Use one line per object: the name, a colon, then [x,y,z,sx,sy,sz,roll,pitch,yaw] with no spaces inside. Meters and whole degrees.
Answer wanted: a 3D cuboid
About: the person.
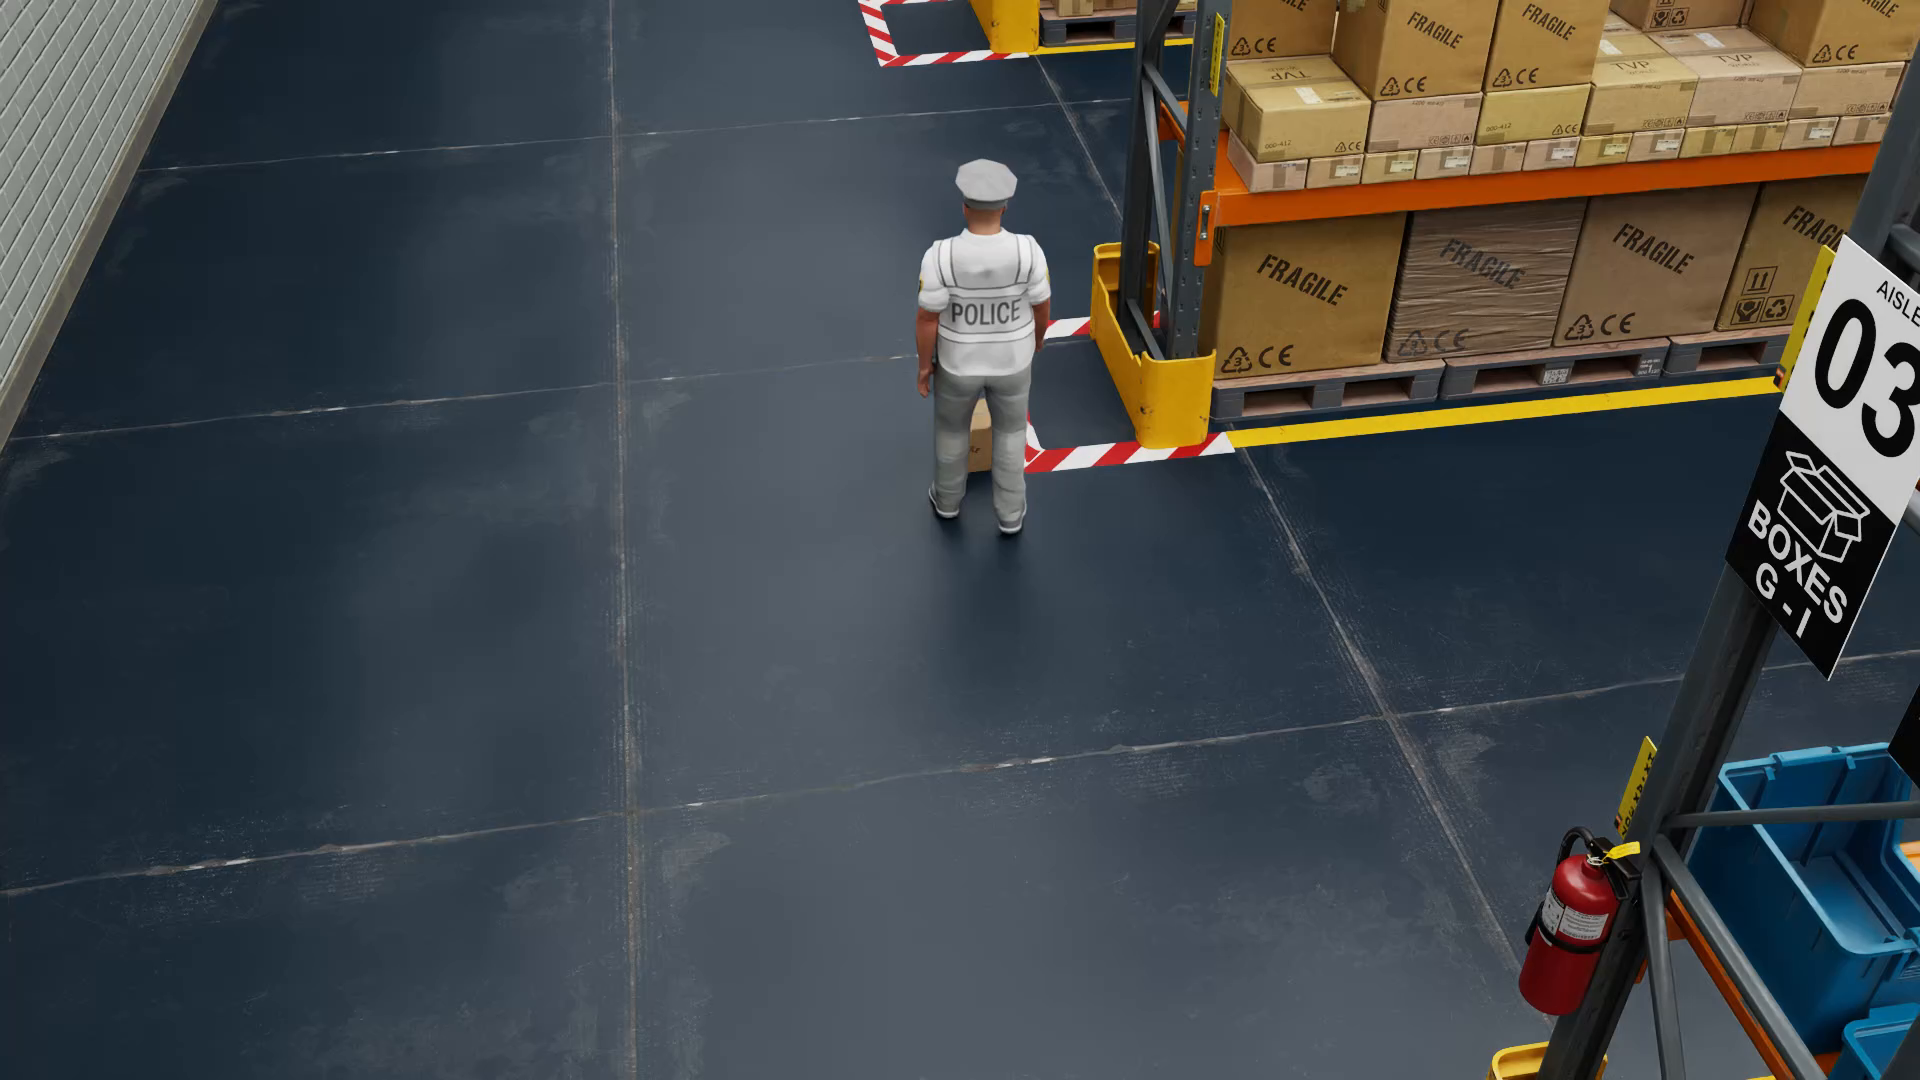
person: [0.092,-0.818,7.165,0.575,1.780,0.505,-2,38,-3]
